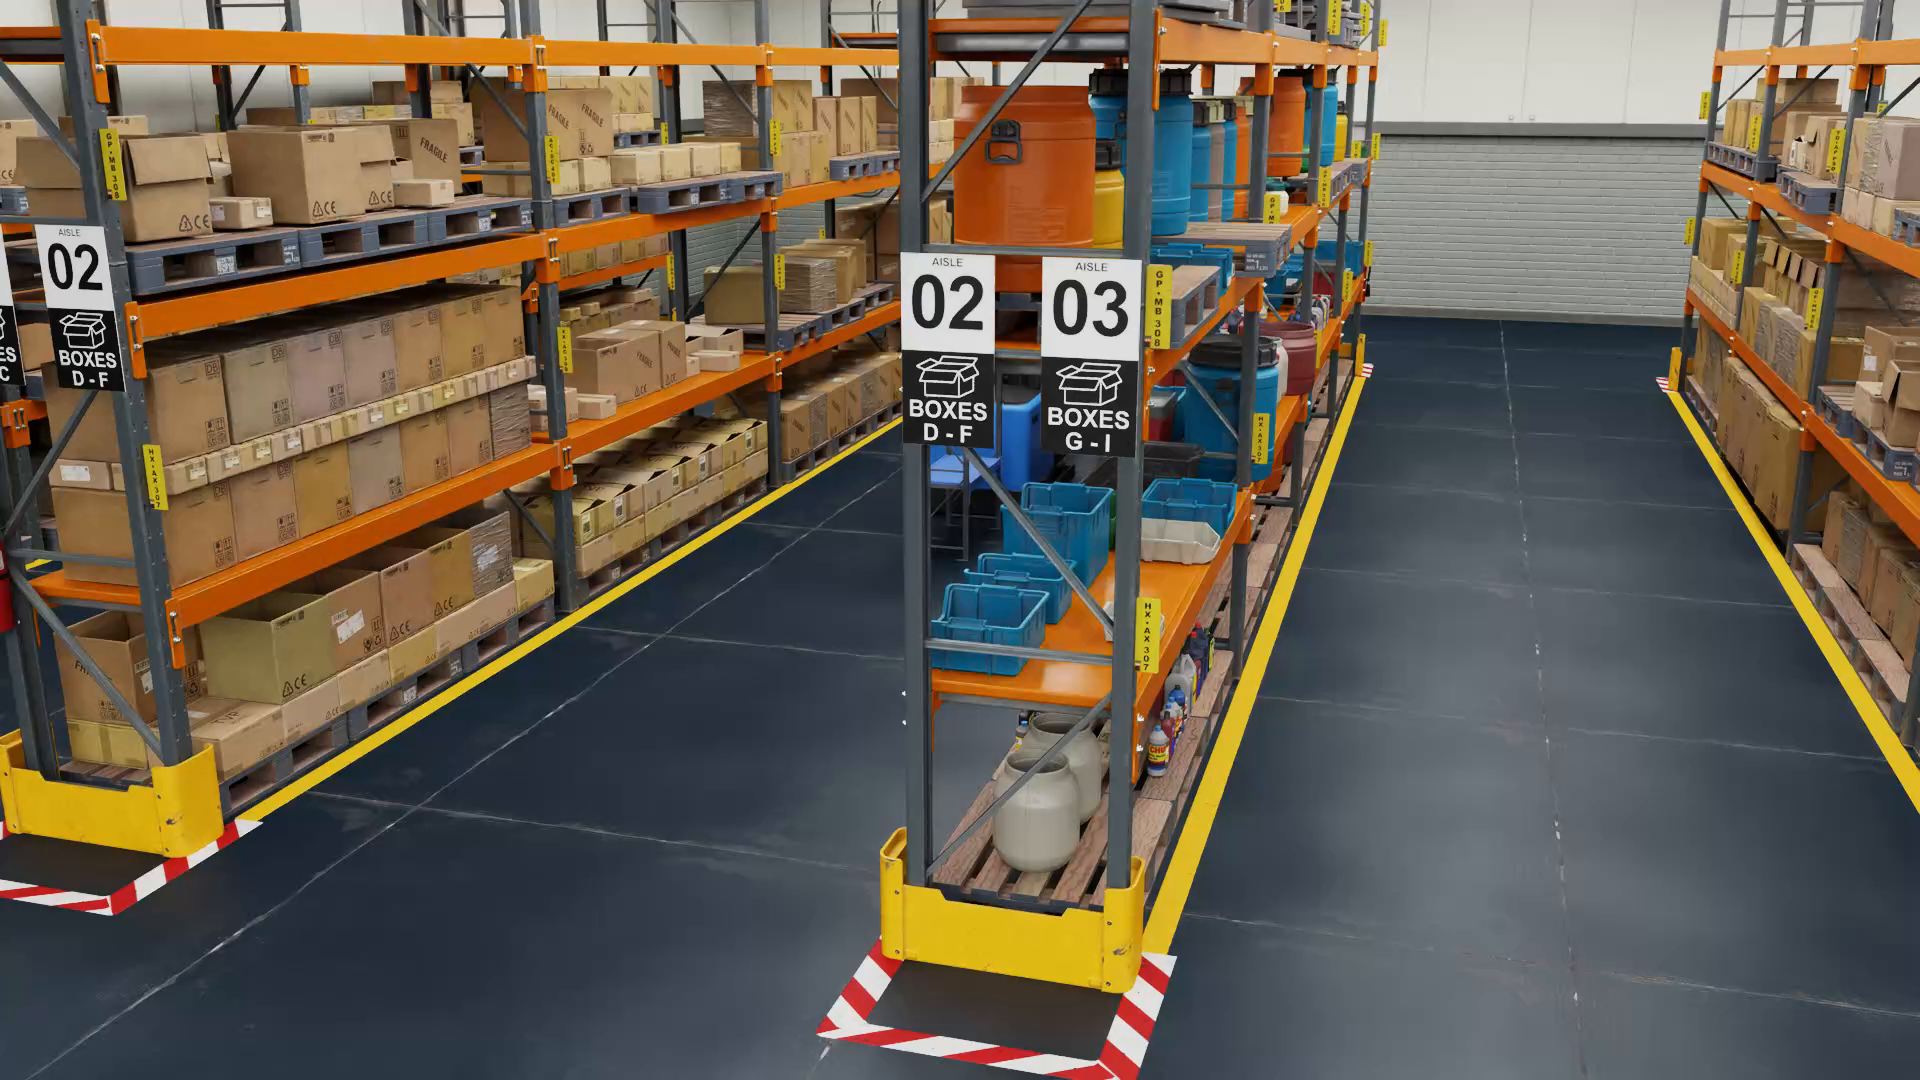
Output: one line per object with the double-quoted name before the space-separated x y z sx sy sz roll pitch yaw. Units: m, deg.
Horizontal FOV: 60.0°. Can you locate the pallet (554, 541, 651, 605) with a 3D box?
"pallet" -3.184 0.201 13.235 1.003 0.211 1.213 5 16 16

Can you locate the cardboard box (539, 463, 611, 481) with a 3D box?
"cardboard box" -3.230 -0.489 13.799 0.500 0.311 0.500 5 16 16

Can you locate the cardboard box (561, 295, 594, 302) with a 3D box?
"cardboard box" -5.314 -3.305 23.106 0.380 0.149 0.250 5 17 16

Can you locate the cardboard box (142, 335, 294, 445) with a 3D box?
"cardboard box" -4.189 -0.844 9.247 0.700 0.500 0.500 4 16 14

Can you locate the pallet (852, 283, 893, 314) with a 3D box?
"pallet" -1.414 -2.745 18.862 1.003 0.211 1.213 5 16 16

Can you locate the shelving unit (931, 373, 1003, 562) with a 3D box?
"shelving unit" -0.024 -0.699 14.046 0.538 1.500 1.048 5 16 16

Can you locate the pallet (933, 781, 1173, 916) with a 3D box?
"pallet" 0.468 1.592 8.329 1.003 0.211 1.213 5 16 16

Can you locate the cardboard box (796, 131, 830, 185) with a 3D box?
"cardboard box" -1.835 -3.869 16.793 0.910 0.500 0.500 5 16 16

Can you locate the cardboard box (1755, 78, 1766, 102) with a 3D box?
"cardboard box" 8.967 -4.890 18.065 0.500 0.250 0.500 4 16 14

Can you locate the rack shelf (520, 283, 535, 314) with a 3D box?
"rack shelf" -6.401 -2.552 19.148 1.077 0.370 4.000 5 16 16

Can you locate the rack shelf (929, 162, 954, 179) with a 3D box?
"rack shelf" -0.514 -4.658 21.077 1.077 0.370 4.000 5 16 16

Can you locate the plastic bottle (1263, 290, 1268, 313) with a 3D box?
"plastic bottle" 3.243 -2.552 17.919 0.144 0.351 0.185 5 16 16

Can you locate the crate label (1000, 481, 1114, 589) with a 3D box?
"crate label" 0.519 -0.033 8.884 0.502 0.435 0.616 5 16 16

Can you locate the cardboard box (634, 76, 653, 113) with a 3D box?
"cardboard box" -4.643 -6.237 23.272 0.500 0.500 0.500 5 16 16

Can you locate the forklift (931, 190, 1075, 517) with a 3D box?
"forklift" 0.514 -1.966 15.890 1.130 2.935 3.031 4 16 15

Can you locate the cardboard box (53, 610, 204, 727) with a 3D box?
"cardboard box" -4.626 0.698 9.266 0.500 0.500 0.500 5 16 16

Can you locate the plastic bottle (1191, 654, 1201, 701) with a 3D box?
"plastic bottle" 1.424 0.822 10.106 0.061 0.283 0.133 6 17 20

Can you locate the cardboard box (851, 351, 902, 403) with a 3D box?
"cardboard box" -0.948 -1.896 19.291 0.500 0.500 0.500 5 16 16

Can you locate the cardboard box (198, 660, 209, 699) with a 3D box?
"cardboard box" -4.493 0.927 9.833 0.500 0.250 0.500 5 16 16

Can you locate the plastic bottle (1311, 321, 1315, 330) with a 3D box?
"plastic bottle" 3.356 -1.998 16.103 0.152 0.276 0.135 5 16 16

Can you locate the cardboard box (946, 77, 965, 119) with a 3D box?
"cardboard box" -0.339 -5.658 21.267 0.700 0.500 0.500 5 16 16

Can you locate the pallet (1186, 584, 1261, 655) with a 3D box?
"pallet" 1.578 0.573 11.922 1.003 0.211 1.213 5 16 16

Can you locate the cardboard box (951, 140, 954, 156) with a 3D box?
"cardboard box" -0.279 -4.909 20.919 0.500 0.250 0.500 5 16 16

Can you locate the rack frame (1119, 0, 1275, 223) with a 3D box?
"rack frame" 1.392 -3.446 9.988 1.000 3.000 0.127 5 16 16

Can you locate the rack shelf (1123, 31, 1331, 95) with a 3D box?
"rack shelf" 1.960 -3.431 11.986 1.077 0.370 4.000 5 16 16

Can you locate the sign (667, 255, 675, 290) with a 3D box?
"sign" -2.742 -2.550 15.846 0.100 0.325 0.005 5 16 16

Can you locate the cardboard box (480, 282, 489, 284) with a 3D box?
"cardboard box" -5.842 -2.994 19.811 0.380 0.149 0.250 5 16 16

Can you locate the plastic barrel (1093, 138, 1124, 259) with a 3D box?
"plastic barrel" 0.457 -1.557 7.711 0.600 0.588 0.600 0 16 0

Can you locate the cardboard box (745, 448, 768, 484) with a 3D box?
"cardboard box" -2.135 -0.714 15.620 0.500 0.250 0.500 5 17 17

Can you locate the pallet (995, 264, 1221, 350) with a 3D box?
"pallet" 0.584 -1.075 7.470 1.003 0.211 1.213 5 16 16

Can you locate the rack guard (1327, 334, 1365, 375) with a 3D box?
"rack guard" 4.797 -2.504 22.242 1.175 0.500 0.348 5 16 16

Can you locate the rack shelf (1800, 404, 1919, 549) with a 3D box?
"rack shelf" 6.709 -0.353 11.396 1.077 0.370 4.000 5 16 16

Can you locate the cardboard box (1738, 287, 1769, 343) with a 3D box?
"cardboard box" 8.044 -2.216 16.462 0.500 0.500 0.500 5 16 16

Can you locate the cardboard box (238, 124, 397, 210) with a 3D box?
"cardboard box" -3.945 -2.286 10.180 0.797 0.503 0.637 7 17 22

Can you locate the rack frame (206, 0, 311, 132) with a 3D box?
"rack frame" -6.970 -5.261 16.386 1.000 3.000 0.127 5 16 16

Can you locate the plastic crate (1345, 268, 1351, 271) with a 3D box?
"plastic crate" 4.744 -3.374 21.101 0.396 0.136 0.243 5 16 16

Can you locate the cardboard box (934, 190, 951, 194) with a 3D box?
"cardboard box" -0.325 -4.518 22.746 0.500 0.500 0.500 5 17 18

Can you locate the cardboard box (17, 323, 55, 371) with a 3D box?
"cardboard box" -7.929 -1.719 13.902 0.700 0.500 0.500 5 16 16

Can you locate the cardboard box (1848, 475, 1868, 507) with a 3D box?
"cardboard box" 7.116 -0.415 12.695 0.500 0.250 0.500 5 17 18

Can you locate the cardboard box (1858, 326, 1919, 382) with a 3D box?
"cardboard box" 7.162 -1.328 12.562 0.500 0.500 0.500 3 16 9

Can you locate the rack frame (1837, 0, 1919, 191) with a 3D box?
"rack frame" 7.278 -4.109 12.324 1.000 3.000 0.127 5 16 16

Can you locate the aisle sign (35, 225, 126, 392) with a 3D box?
"aisle sign" -4.218 -1.108 7.976 0.394 0.787 0.004 5 16 16

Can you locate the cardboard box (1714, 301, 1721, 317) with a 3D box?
"cardboard box" 8.479 -2.523 18.186 0.380 0.149 0.250 5 17 17

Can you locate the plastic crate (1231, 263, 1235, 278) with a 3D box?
"plastic crate" 1.324 -1.425 8.842 0.243 0.136 0.396 5 16 16

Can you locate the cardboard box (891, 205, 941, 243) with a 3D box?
"cardboard box" -0.533 -3.804 20.227 0.500 0.500 0.500 4 16 14

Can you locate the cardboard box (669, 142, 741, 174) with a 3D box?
"cardboard box" -2.294 -3.441 14.974 0.500 0.250 0.500 3 16 12

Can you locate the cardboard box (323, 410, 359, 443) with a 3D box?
"cardboard box" -3.811 -0.682 9.864 0.380 0.149 0.250 4 16 15

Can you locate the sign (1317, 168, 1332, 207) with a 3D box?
"sign" 3.058 -2.958 13.957 0.100 0.325 0.005 5 16 16

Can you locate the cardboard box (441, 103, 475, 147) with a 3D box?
"cardboard box" -6.188 -4.902 19.630 0.700 0.500 0.500 4 16 13

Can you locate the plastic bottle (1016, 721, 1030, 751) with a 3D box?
"plastic bottle" 0.357 1.107 9.253 0.097 0.201 0.097 0 16 0

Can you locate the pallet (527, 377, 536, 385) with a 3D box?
"pallet" -5.980 -1.872 20.543 1.003 0.211 1.213 5 16 16

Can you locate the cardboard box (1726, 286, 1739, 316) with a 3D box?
"cardboard box" 8.288 -2.476 17.291 0.500 0.250 0.500 4 16 15

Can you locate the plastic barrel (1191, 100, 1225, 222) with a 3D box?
"plastic barrel" 1.514 -2.565 11.461 0.600 0.901 0.600 0 16 0

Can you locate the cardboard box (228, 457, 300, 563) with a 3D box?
"cardboard box" -4.203 -0.206 9.374 0.700 0.500 0.500 5 17 17

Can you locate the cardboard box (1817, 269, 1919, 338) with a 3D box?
"cardboard box" 7.501 -1.943 13.662 0.797 0.503 0.637 5 17 18

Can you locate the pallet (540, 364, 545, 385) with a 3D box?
"pallet" -5.542 -2.273 21.955 1.003 0.211 1.213 5 16 16

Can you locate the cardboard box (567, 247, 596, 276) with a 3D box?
"cardboard box" -5.451 -3.897 22.021 0.980 0.700 0.700 4 16 14

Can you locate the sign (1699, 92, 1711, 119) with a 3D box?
"sign" 9.021 -5.262 20.139 0.100 0.325 0.005 5 16 16
